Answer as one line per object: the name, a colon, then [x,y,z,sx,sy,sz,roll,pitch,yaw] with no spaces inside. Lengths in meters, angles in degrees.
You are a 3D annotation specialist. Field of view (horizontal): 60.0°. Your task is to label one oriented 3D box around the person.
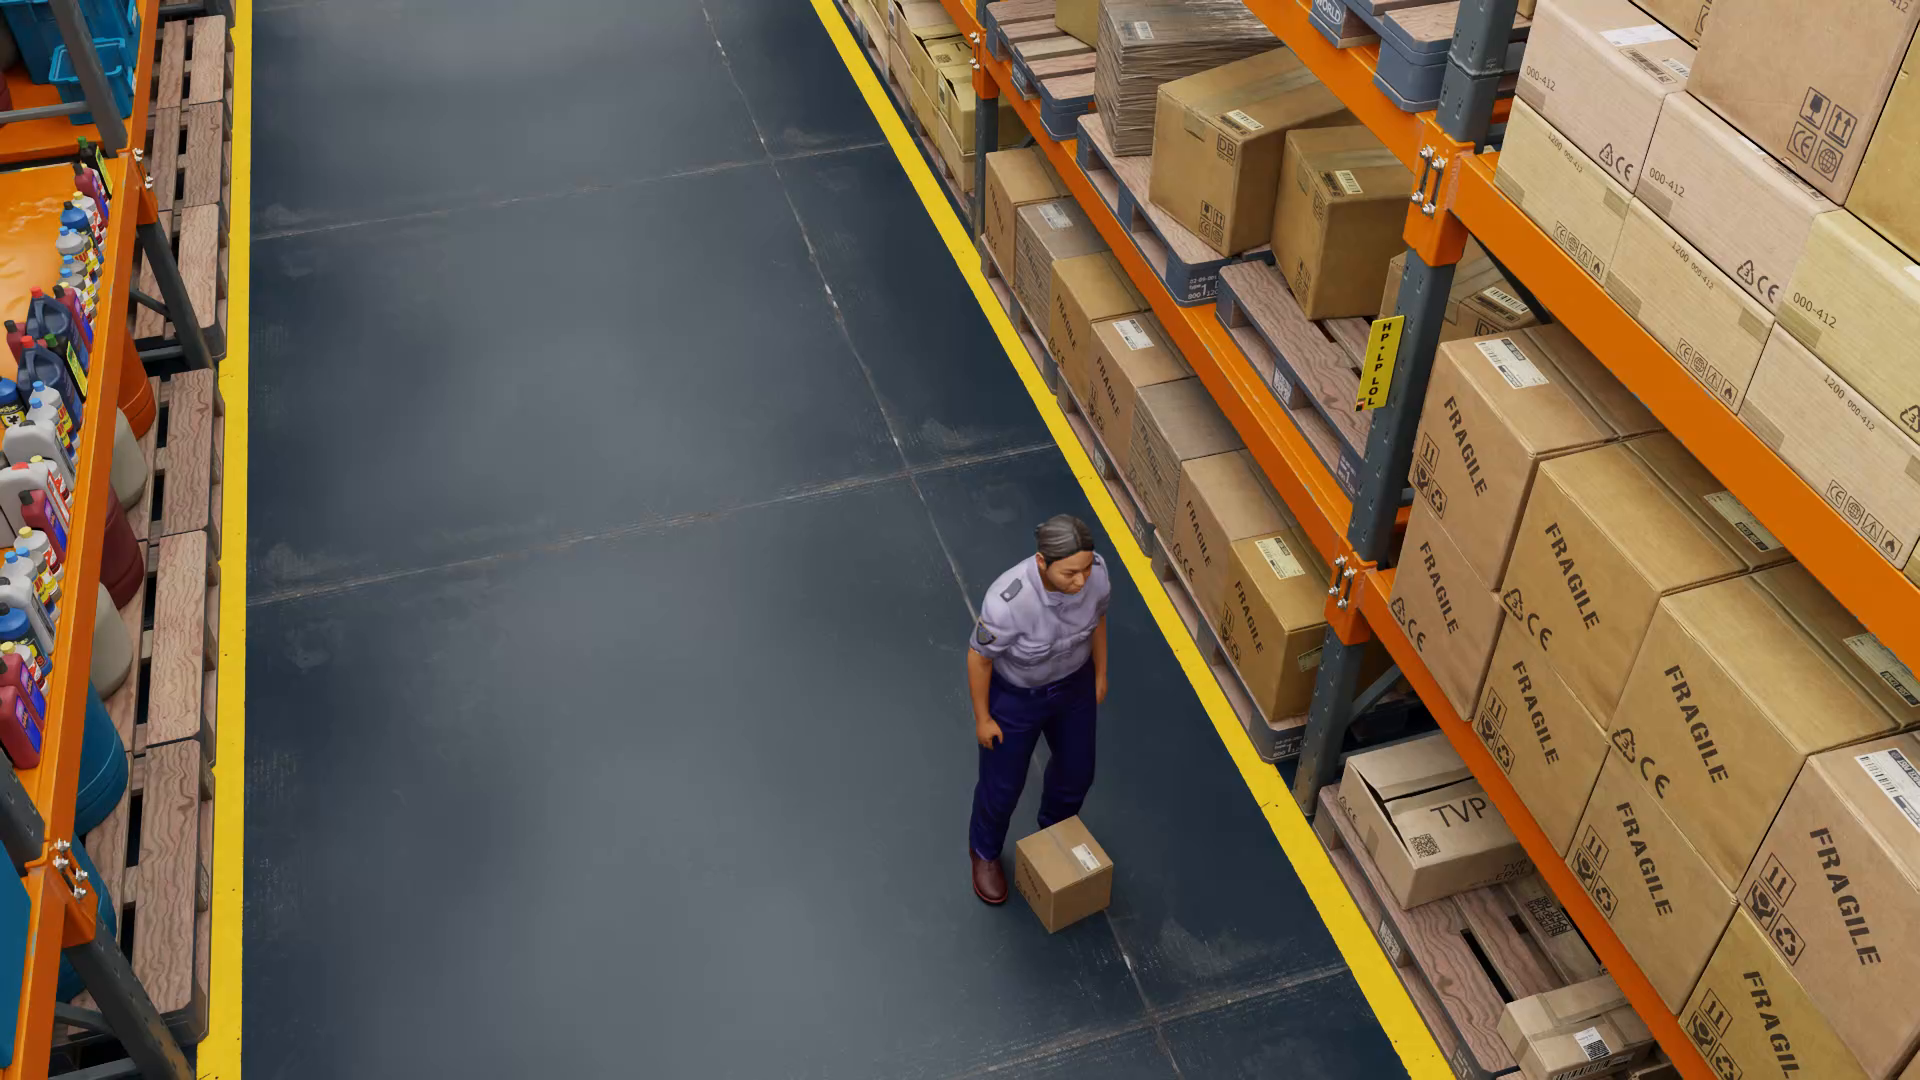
person: [0.272,0.543,5.575,0.554,1.650,0.425,-20,46,-20]
